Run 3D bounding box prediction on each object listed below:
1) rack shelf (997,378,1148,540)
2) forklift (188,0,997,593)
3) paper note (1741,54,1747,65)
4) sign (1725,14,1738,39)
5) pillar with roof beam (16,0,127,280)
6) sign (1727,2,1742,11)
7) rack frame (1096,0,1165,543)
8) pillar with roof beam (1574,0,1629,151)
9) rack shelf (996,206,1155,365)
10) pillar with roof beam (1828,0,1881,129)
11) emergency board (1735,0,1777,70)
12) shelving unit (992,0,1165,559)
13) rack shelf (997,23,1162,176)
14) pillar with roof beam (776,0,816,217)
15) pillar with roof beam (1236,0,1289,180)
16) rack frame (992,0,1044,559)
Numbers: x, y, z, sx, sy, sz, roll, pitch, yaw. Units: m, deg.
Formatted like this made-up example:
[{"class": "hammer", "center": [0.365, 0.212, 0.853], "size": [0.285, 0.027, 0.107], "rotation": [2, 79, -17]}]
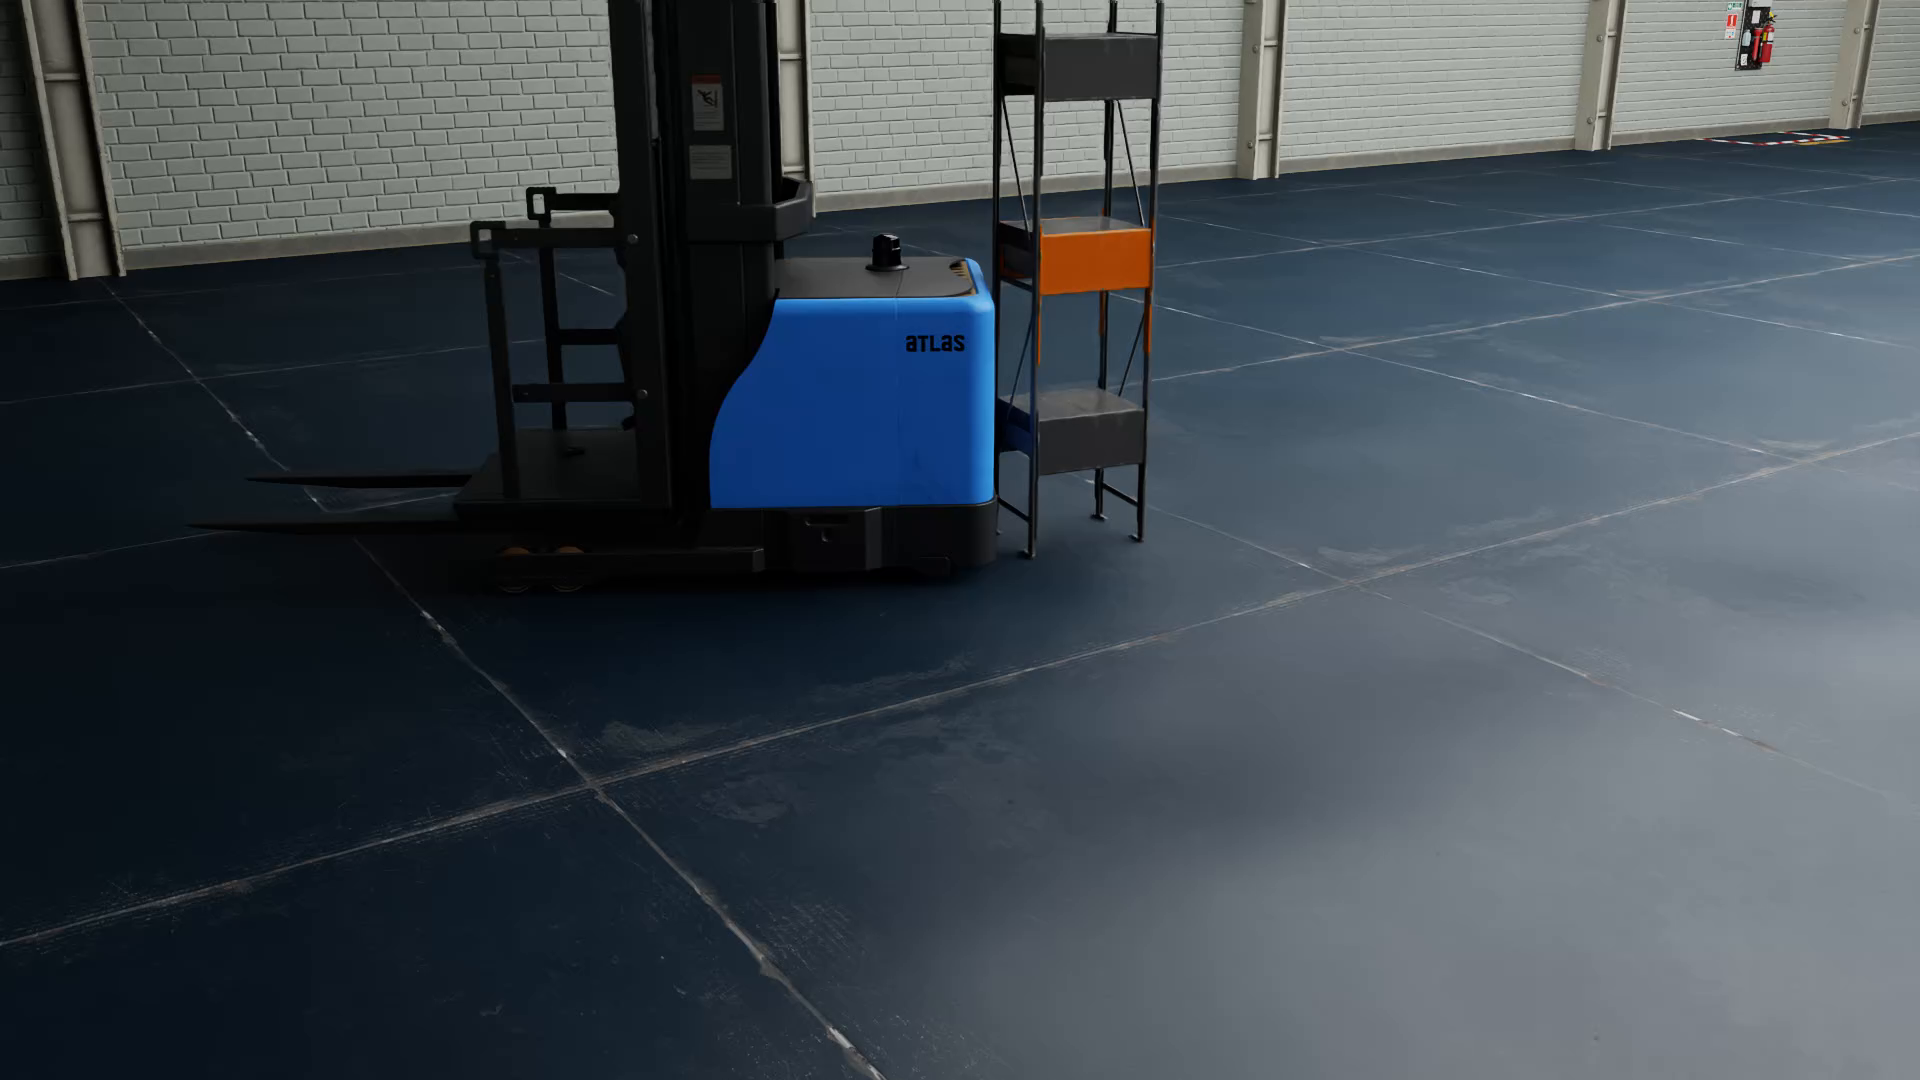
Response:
[{"class": "rack shelf", "center": [0.435, -0.334, 6.684], "size": [0.480, 0.518, 0.431], "rotation": [-8, 20, -22]}, {"class": "forklift", "center": [-1.395, -1.366, 6.207], "size": [3.031, 2.935, 1.130], "rotation": [-1, 19, -3]}, {"class": "paper note", "center": [11.142, -6.824, 23.622], "size": [0.142, 0.148, 0.016], "rotation": [-12, 22, -31]}, {"class": "sign", "center": [10.809, -7.201, 23.306], "size": [0.234, 0.329, 0.001], "rotation": [-12, 22, -31]}, {"class": "pillar with roof beam", "center": [-4.264, -5.142, 7.905], "size": [0.400, 9.000, 9.100], "rotation": [-12, 22, -31]}, {"class": "sign", "center": [10.818, -7.451, 23.217], "size": [0.331, 0.109, 0.001], "rotation": [-12, 22, -31]}, {"class": "rack frame", "center": [0.660, -1.041, 6.545], "size": [0.015, 2.100, 0.400], "rotation": [-8, 20, -22]}, {"class": "pillar with roof beam", "center": [10.769, -8.313, 17.283], "size": [0.400, 9.000, 9.100], "rotation": [-12, 22, -31]}, {"class": "rack shelf", "center": [0.435, -0.998, 6.459], "size": [0.480, 0.518, 0.431], "rotation": [-8, 20, -22]}, {"class": "pillar with roof beam", "center": [15.780, -9.370, 20.409], "size": [0.400, 9.000, 9.100], "rotation": [-12, 22, -31]}, {"class": "emergency board", "center": [11.328, -7.254, 23.518], "size": [0.643, 1.169, 0.194], "rotation": [-12, 22, -31]}, {"class": "shelving unit", "center": [0.435, -1.010, 6.455], "size": [0.503, 2.100, 0.431], "rotation": [-8, 20, -22]}, {"class": "rack shelf", "center": [0.435, -1.661, 6.235], "size": [0.480, 0.518, 0.431], "rotation": [-8, 20, -22]}, {"class": "pillar with roof beam", "center": [0.747, -6.199, 11.031], "size": [0.400, 9.000, 9.100], "rotation": [-12, 22, -31]}, {"class": "pillar with roof beam", "center": [5.758, -7.256, 14.157], "size": [0.400, 9.000, 9.100], "rotation": [-12, 22, -31]}, {"class": "rack frame", "center": [0.211, -0.980, 6.365], "size": [0.015, 2.100, 0.400], "rotation": [-8, 20, -22]}]
